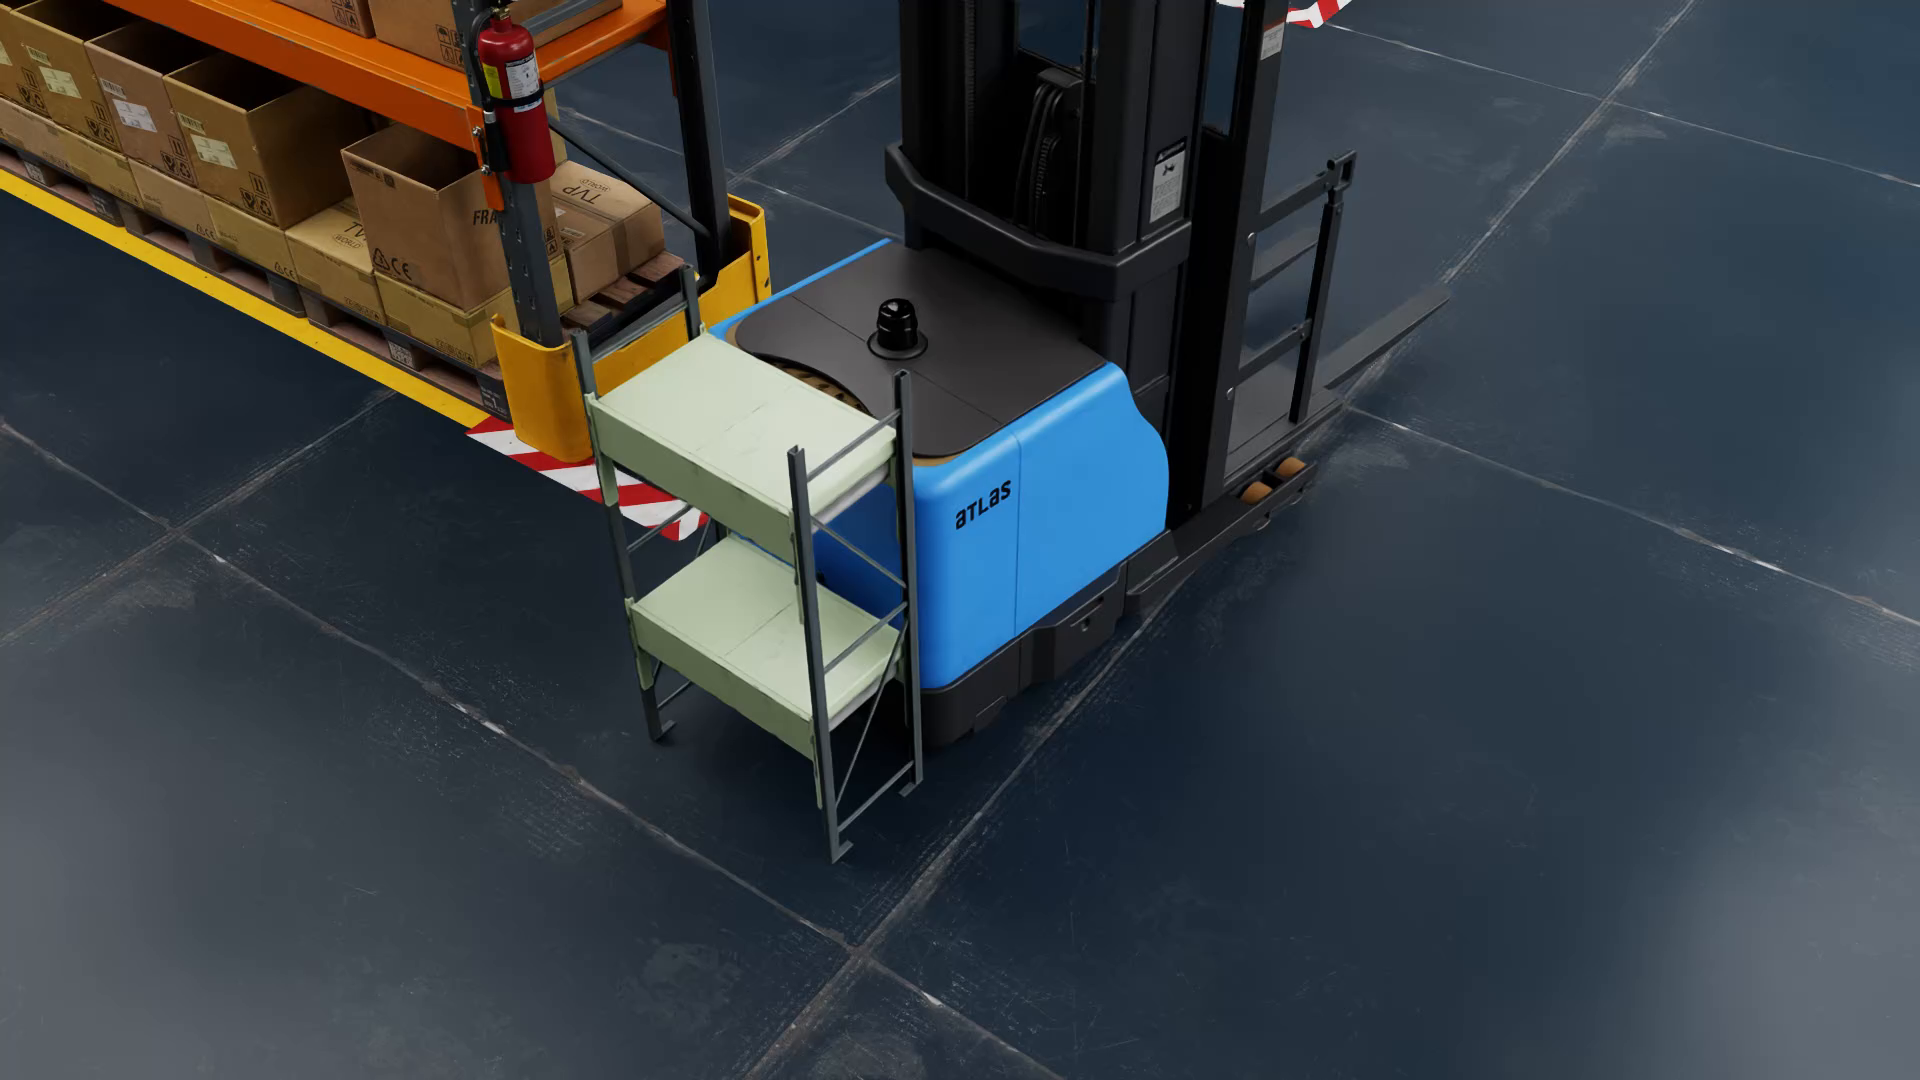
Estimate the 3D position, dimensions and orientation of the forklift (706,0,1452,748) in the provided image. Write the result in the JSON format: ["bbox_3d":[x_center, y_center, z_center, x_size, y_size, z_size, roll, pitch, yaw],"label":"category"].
[{"bbox_3d":[0.617,-1.348,5.058,3.031,2.935,1.130,-33,52,-32],"label":"forklift"}]

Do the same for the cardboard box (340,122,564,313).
[{"bbox_3d":[-1.836,-1.228,6.057,0.500,0.500,0.500,25,48,25],"label":"cardboard box"}]

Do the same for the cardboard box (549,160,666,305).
[{"bbox_3d":[-1.537,-1.232,6.625,0.500,0.250,0.500,25,48,25],"label":"cardboard box"}]

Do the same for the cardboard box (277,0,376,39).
[{"bbox_3d":[-2.034,-2.195,5.879,0.500,0.500,0.700,26,48,26],"label":"cardboard box"}]

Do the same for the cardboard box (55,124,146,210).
[{"bbox_3d":[-3.483,-1.705,7.154,0.500,0.250,0.500,25,48,25],"label":"cardboard box"}]

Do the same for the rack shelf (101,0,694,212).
[{"bbox_3d":[-2.863,-2.271,6.578,4.000,0.370,1.077,25,48,25],"label":"rack shelf"}]

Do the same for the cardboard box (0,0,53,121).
[{"bbox_3d":[-3.887,-2.181,7.123,0.500,0.500,0.500,25,48,25],"label":"cardboard box"}]

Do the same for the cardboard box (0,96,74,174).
[{"bbox_3d":[-3.889,-1.900,7.371,0.500,0.250,0.500,25,48,25],"label":"cardboard box"}]

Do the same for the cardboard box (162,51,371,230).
[{"bbox_3d":[-2.663,-1.603,6.476,0.500,0.500,0.500,25,48,25],"label":"cardboard box"}]

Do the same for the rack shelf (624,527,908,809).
[{"bbox_3d":[-0.531,0.345,4.725,0.720,0.370,0.431,29,50,28],"label":"rack shelf"}]

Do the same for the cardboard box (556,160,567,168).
[{"bbox_3d":[-1.949,-1.422,6.836,0.500,0.250,0.500,25,48,25],"label":"cardboard box"}]

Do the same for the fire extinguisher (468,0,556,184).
[{"bbox_3d":[-1.396,-1.446,5.175,0.183,0.674,0.296,25,48,25],"label":"fire extinguisher"}]

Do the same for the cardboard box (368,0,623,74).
[{"bbox_3d":[-1.601,-1.997,5.657,0.500,0.500,0.700,25,48,25],"label":"cardboard box"}]

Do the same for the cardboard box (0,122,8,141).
[{"bbox_3d":[-4.295,-2.094,7.588,0.500,0.250,0.500,25,48,25],"label":"cardboard box"}]

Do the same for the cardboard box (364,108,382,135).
[{"bbox_3d":[-2.365,-1.887,6.794,0.500,0.500,0.500,25,48,25],"label":"cardboard box"}]

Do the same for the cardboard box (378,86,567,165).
[{"bbox_3d":[-1.948,-1.702,6.588,0.500,0.500,0.500,25,48,25],"label":"cardboard box"}]

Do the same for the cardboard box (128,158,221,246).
[{"bbox_3d":[-3.070,-1.517,6.943,0.500,0.250,0.500,25,48,25],"label":"cardboard box"}]

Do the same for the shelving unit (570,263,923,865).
[{"bbox_3d":[-0.533,0.104,4.506,0.755,1.500,0.431,29,50,28],"label":"shelving unit"}]

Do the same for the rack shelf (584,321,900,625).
[{"bbox_3d":[-0.535,-0.185,4.244,0.720,0.370,0.431,29,50,28],"label":"rack shelf"}]

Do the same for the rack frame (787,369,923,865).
[{"bbox_3d":[-0.249,0.258,4.334,0.023,1.500,0.400,29,50,28],"label":"rack frame"}]

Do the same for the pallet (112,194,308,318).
[{"bbox_3d":[-2.871,-1.472,7.237,1.213,0.211,1.003,25,48,25],"label":"pallet"}]

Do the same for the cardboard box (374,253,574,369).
[{"bbox_3d":[-1.835,-0.950,6.309,0.500,0.250,0.500,25,48,25],"label":"cardboard box"}]

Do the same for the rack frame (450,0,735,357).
[{"bbox_3d":[-1.226,-1.774,5.483,0.127,3.000,1.000,25,48,25],"label":"rack frame"}]

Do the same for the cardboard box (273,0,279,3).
[{"bbox_3d":[-2.437,-2.388,6.095,0.500,0.500,0.700,25,48,26],"label":"cardboard box"}]

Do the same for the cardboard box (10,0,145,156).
[{"bbox_3d":[-3.482,-1.985,6.904,0.500,0.500,0.500,25,48,25],"label":"cardboard box"}]

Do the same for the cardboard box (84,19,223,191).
[{"bbox_3d":[-3.072,-1.795,6.691,0.500,0.500,0.500,25,48,25],"label":"cardboard box"}]

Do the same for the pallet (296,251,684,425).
[{"bbox_3d":[-1.876,-1.005,6.714,1.213,0.211,1.003,25,48,25],"label":"pallet"}]

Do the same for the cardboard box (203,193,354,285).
[{"bbox_3d":[-2.661,-1.325,6.728,0.500,0.250,0.500,25,48,25],"label":"cardboard box"}]

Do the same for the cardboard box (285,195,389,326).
[{"bbox_3d":[-2.251,-1.134,6.515,0.500,0.250,0.500,25,48,25],"label":"cardboard box"}]

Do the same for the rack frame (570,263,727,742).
[{"bbox_3d":[-0.816,-0.051,4.679,0.023,1.500,0.400,29,50,28],"label":"rack frame"}]

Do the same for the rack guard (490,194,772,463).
[{"bbox_3d":[-1.206,-0.833,6.306,0.348,0.500,1.175,25,48,25],"label":"rack guard"}]

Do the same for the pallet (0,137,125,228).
[{"bbox_3d":[-3.874,-1.939,7.758,1.213,0.211,1.003,25,48,25],"label":"pallet"}]
